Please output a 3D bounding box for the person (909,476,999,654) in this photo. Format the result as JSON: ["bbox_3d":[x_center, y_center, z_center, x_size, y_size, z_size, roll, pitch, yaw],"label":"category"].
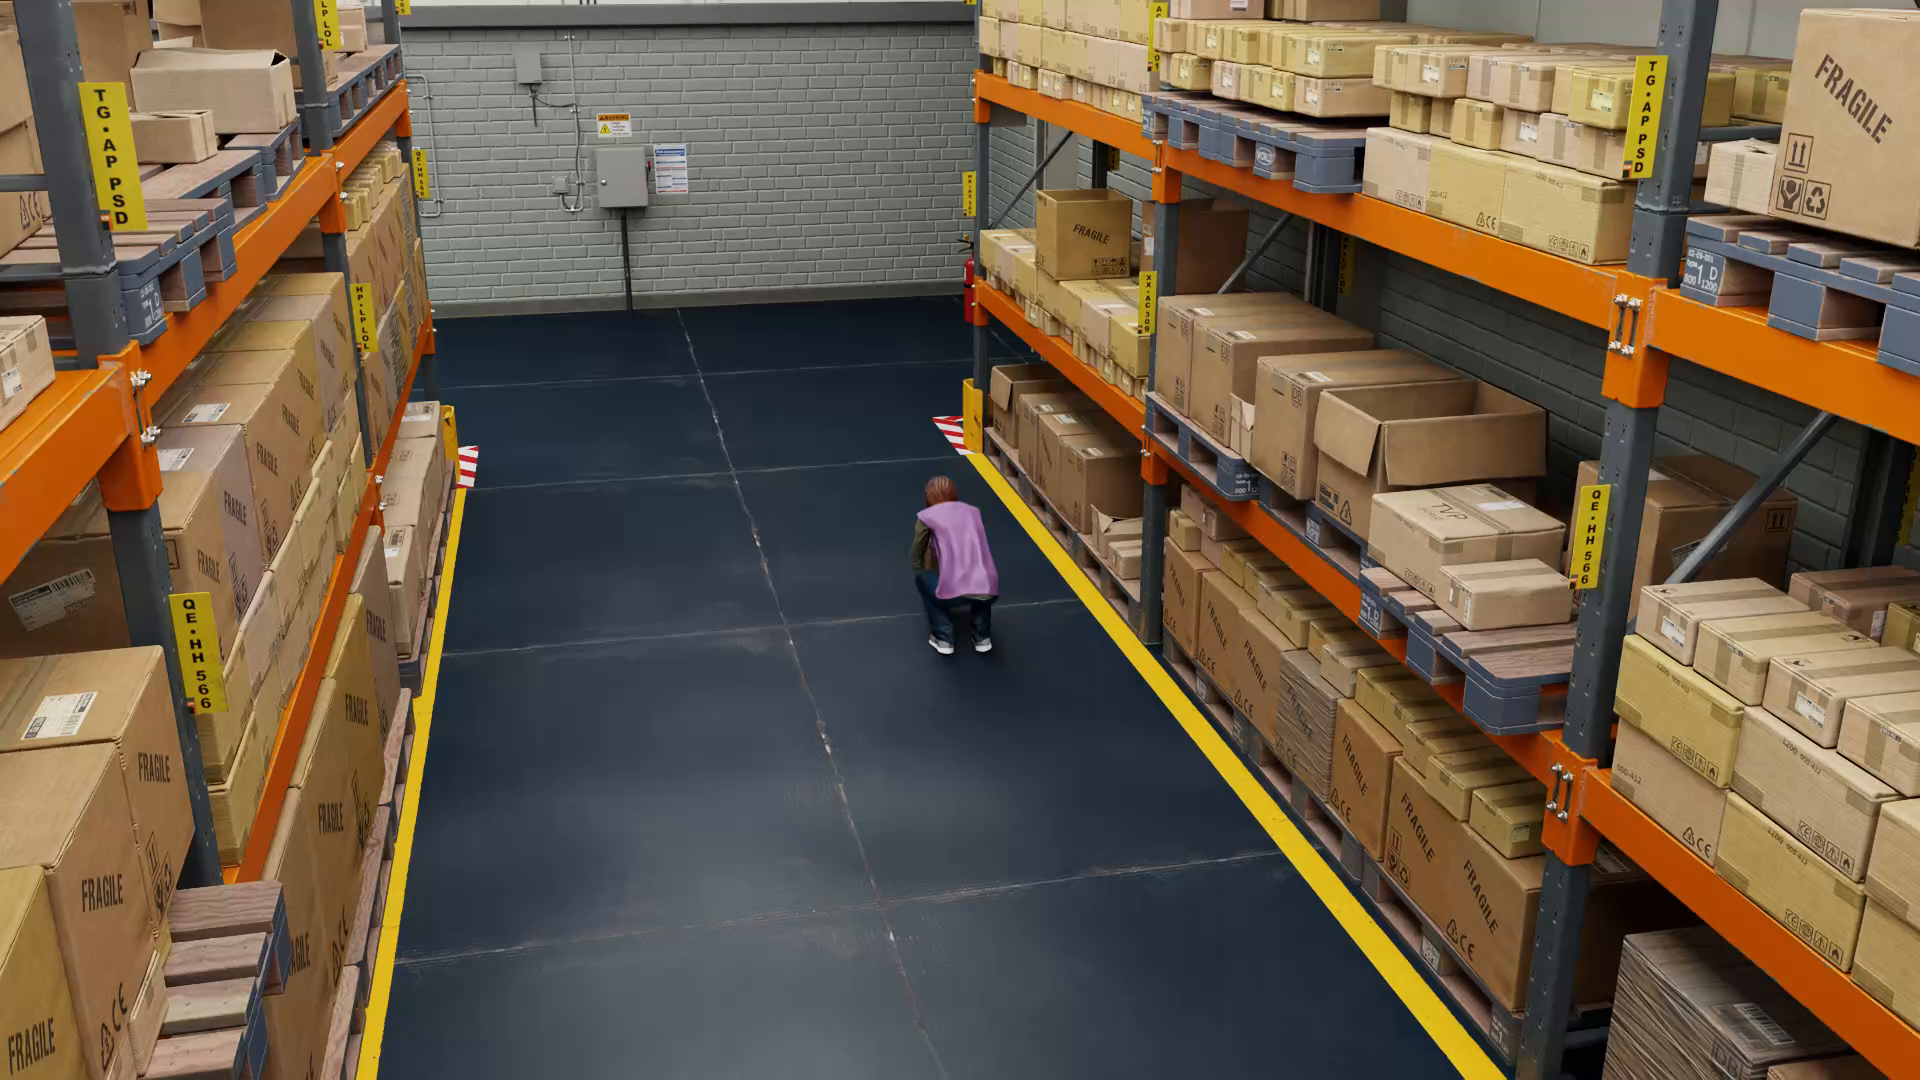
[{"bbox_3d":[-0.031,0.138,9.256,0.451,0.888,0.822,-4,20,-10],"label":"person"}]
